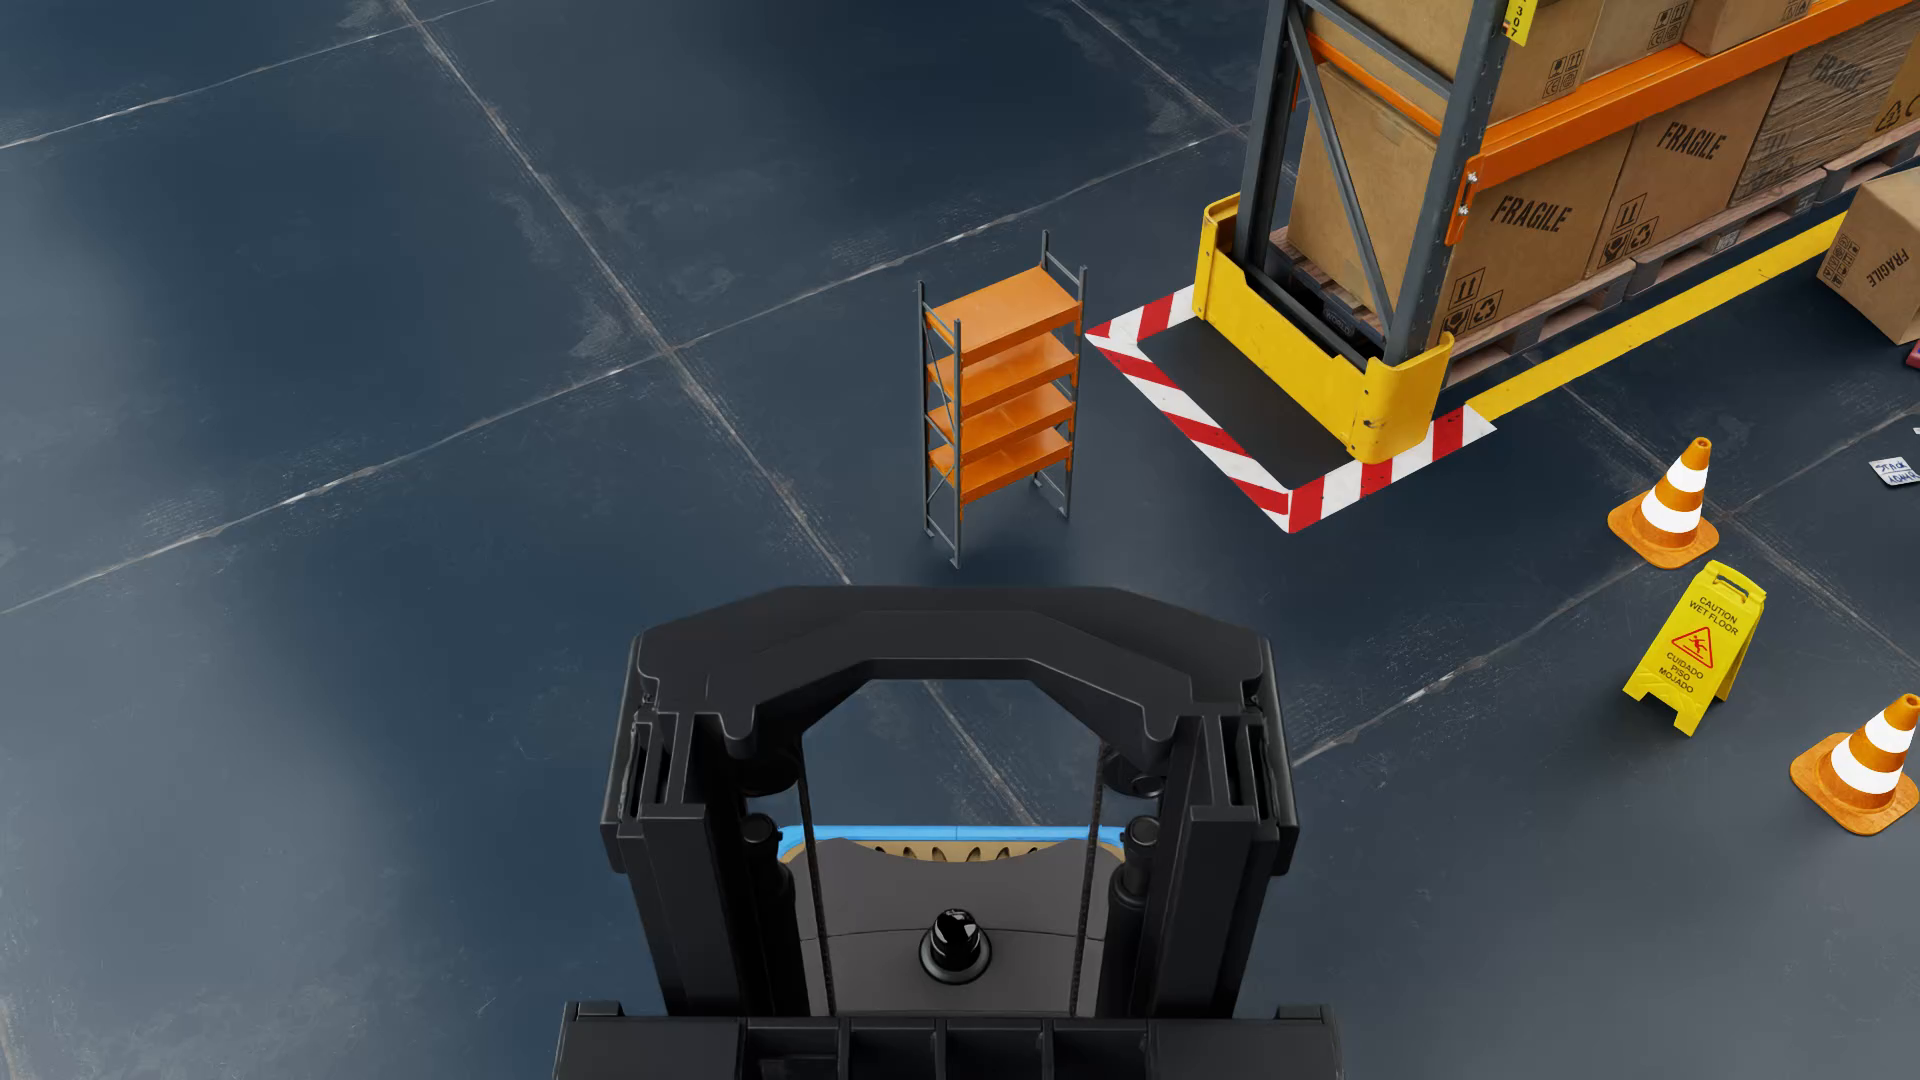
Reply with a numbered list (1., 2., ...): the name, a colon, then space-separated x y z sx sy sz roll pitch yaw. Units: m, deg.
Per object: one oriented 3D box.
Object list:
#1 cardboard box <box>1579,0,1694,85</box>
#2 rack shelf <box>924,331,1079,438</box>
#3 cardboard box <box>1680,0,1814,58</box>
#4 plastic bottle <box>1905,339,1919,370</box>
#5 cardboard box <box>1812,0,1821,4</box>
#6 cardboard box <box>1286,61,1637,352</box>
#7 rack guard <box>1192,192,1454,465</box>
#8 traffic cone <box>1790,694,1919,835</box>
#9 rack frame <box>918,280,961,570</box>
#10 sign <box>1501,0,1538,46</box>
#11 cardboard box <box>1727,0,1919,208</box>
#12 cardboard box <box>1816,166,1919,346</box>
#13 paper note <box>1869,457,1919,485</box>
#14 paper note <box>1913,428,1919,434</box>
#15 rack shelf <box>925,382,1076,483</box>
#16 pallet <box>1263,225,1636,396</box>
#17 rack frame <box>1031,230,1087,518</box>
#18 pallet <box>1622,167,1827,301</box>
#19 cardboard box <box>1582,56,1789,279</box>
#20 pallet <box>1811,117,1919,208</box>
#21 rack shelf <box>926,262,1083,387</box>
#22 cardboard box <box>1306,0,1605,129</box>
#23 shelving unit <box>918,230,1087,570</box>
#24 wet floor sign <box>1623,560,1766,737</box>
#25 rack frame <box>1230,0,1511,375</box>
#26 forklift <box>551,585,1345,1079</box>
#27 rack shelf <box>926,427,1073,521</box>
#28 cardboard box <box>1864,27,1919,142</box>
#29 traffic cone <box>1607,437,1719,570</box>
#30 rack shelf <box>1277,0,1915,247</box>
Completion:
1. cardboard box: 2.190 -2.180 6.082 0.550 0.550 0.875 -25 53 -21
2. rack shelf: 0.140 -0.569 5.744 0.480 0.148 0.258 -25 53 -21
3. cardboard box: 2.731 -2.324 6.211 0.550 0.550 0.875 -25 53 -21
4. plastic bottle: 4.067 -0.721 6.851 0.283 0.061 0.133 30 55 24
5. cardboard box: 3.157 -2.561 6.422 0.500 0.550 0.875 -25 53 -21
6. cardboard box: 1.985 -1.466 6.688 0.875 0.875 0.875 -25 53 -21
7. rack guard: 1.427 -0.880 6.699 0.348 0.500 1.175 -25 53 -21
8. traffic cone: 2.969 0.657 5.355 0.334 0.463 0.336 -25 53 -21
9. rack frame: -0.066 -0.368 5.774 0.015 1.200 0.240 -25 53 -21
10. sign: 1.738 -1.682 5.107 0.005 0.325 0.100 -25 53 -21
11. cardboard box: 3.500 -2.180 7.324 0.875 0.875 0.875 -25 53 -21
12. cardboard box: 4.065 -1.217 6.998 0.500 0.500 0.500 -17 51 -15
13. paper note: 3.644 -0.269 6.470 0.142 0.017 0.144 -9 49 -8
14. paper note: 3.869 -0.437 6.632 0.123 0.001 0.032 -2 48 -1
15. rack shelf: 0.140 -0.420 5.911 0.480 0.148 0.258 -25 53 -21
16. pallet: 2.082 -1.161 7.143 1.213 0.211 1.003 -25 53 -21
17. rack frame: 0.346 -0.562 5.947 0.015 1.200 0.240 -25 53 -21
18. pallet: 3.112 -1.645 7.573 1.213 0.211 1.003 -25 53 -21
19. cardboard box: 2.728 -1.818 7.002 0.875 0.875 0.875 -26 53 -21
20. pallet: 4.145 -2.134 8.009 1.213 0.211 1.003 -25 53 -21
21. rack shelf: 0.140 -0.726 5.567 0.480 0.148 0.258 -25 53 -21
22. cardboard box: 1.737 -1.947 5.875 0.550 0.550 0.875 -25 53 -21
23. shelving unit: 0.140 -0.465 5.861 0.503 1.200 0.258 -25 53 -21
24. wet floor sign: 2.479 0.324 5.529 0.232 0.644 0.267 -34 57 -27
25. rack frame: 1.447 -1.721 5.774 0.127 3.000 1.000 -25 53 -21
26. forklift: -0.016 1.562 2.896 1.130 2.935 3.031 0 48 0
27. rack shelf: 0.140 -0.288 6.059 0.480 0.148 0.258 -25 53 -21
28. cardboard box: 4.261 -2.541 7.646 0.875 0.875 0.875 -24 53 -20
29. traffic cone: 2.654 -0.192 6.111 0.334 0.463 0.336 -25 53 -21
30. rack shelf: 3.139 -2.278 6.752 4.000 0.370 1.077 -25 53 -21
